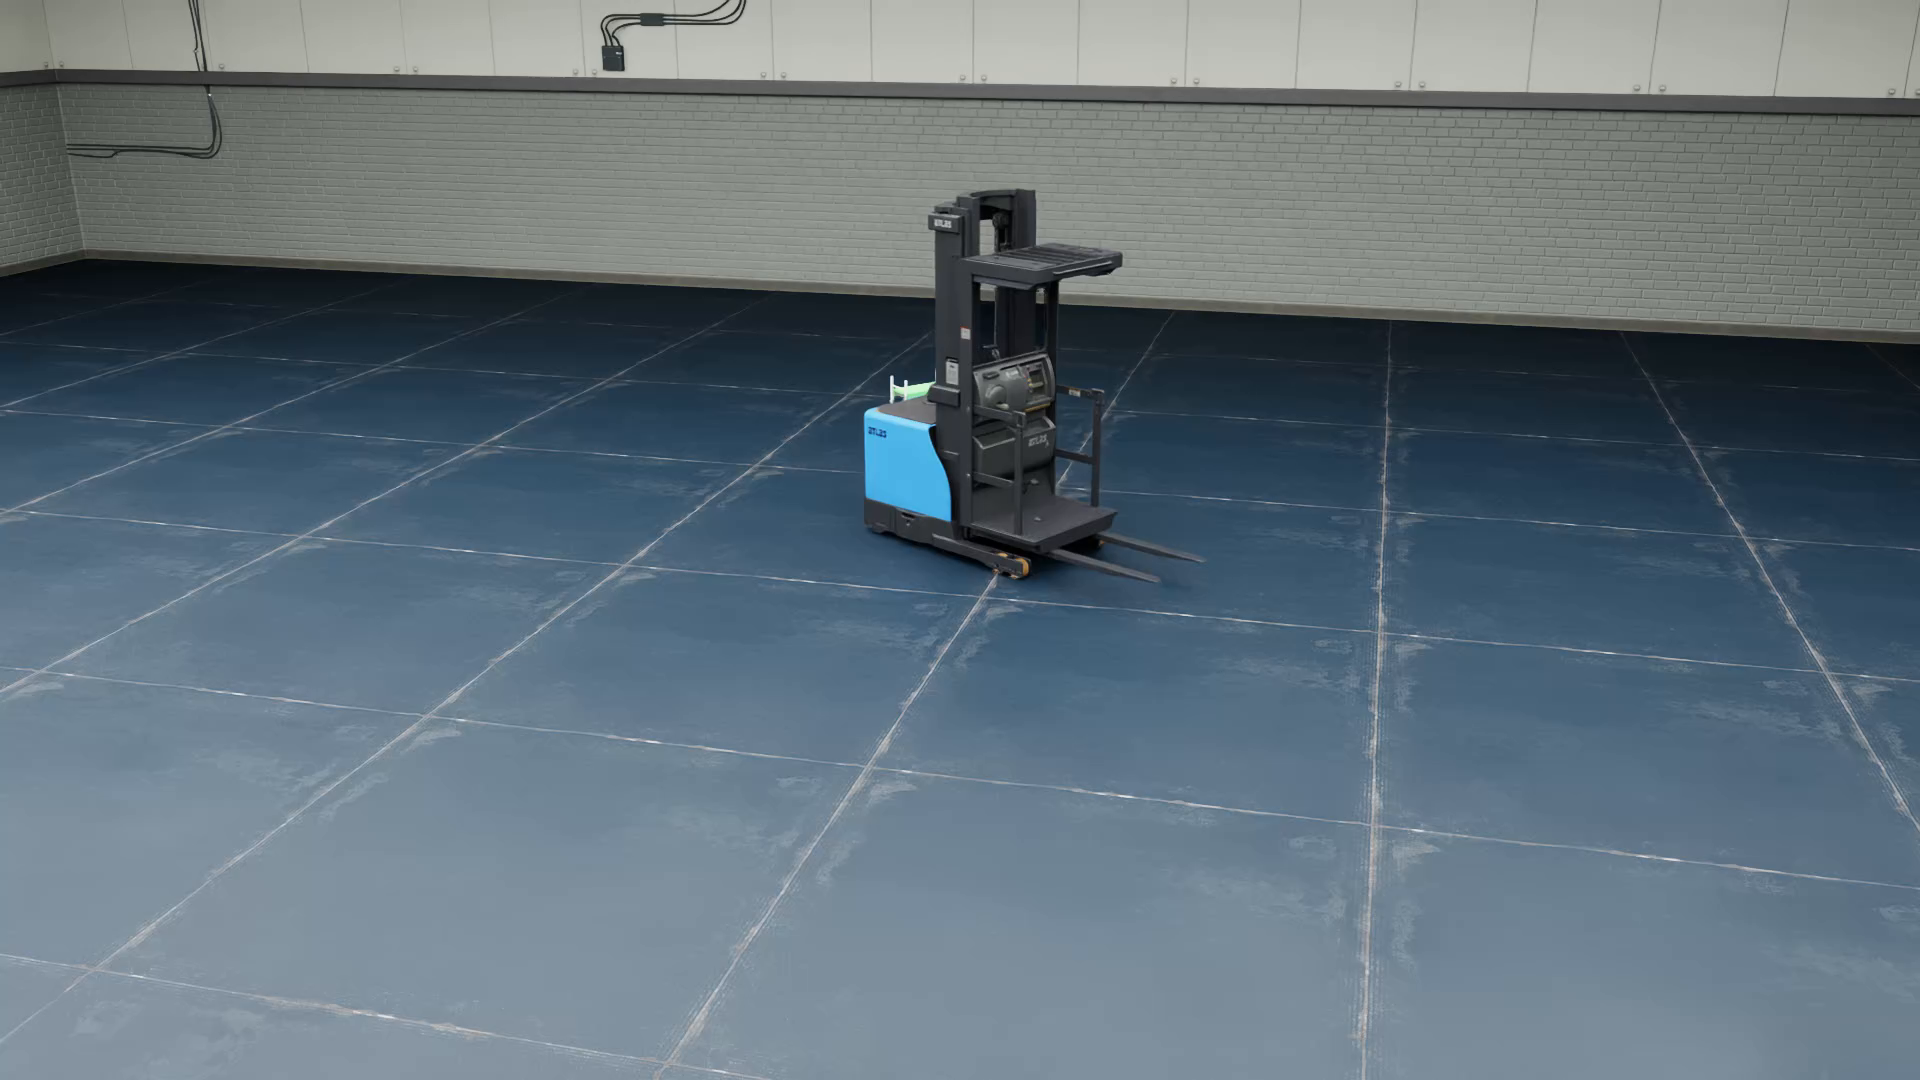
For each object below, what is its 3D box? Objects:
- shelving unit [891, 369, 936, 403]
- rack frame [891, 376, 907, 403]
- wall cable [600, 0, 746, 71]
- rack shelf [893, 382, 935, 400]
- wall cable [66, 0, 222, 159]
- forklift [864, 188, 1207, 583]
[{"bbox_3d":[-0.342,-0.902,14.973,0.503,1.200,0.258,-14,23,-34],"label":"shelving unit"},{"bbox_3d":[-0.538,-0.855,14.835,0.015,1.200,0.240,-14,23,-34],"label":"rack frame"},{"bbox_3d":[-4.191,-9.757,23.568,2.305,6.003,0.169,5,19,13],"label":"wall cable"},{"bbox_3d":[-0.342,-1.296,14.839,0.480,0.148,0.258,-14,23,-34],"label":"rack shelf"},{"bbox_3d":[-13.393,-7.432,26.830,3.097,2.526,0.112,5,19,13],"label":"wall cable"},{"bbox_3d":[0.598,-1.266,13.360,3.031,2.935,1.130,16,25,40],"label":"forklift"}]
